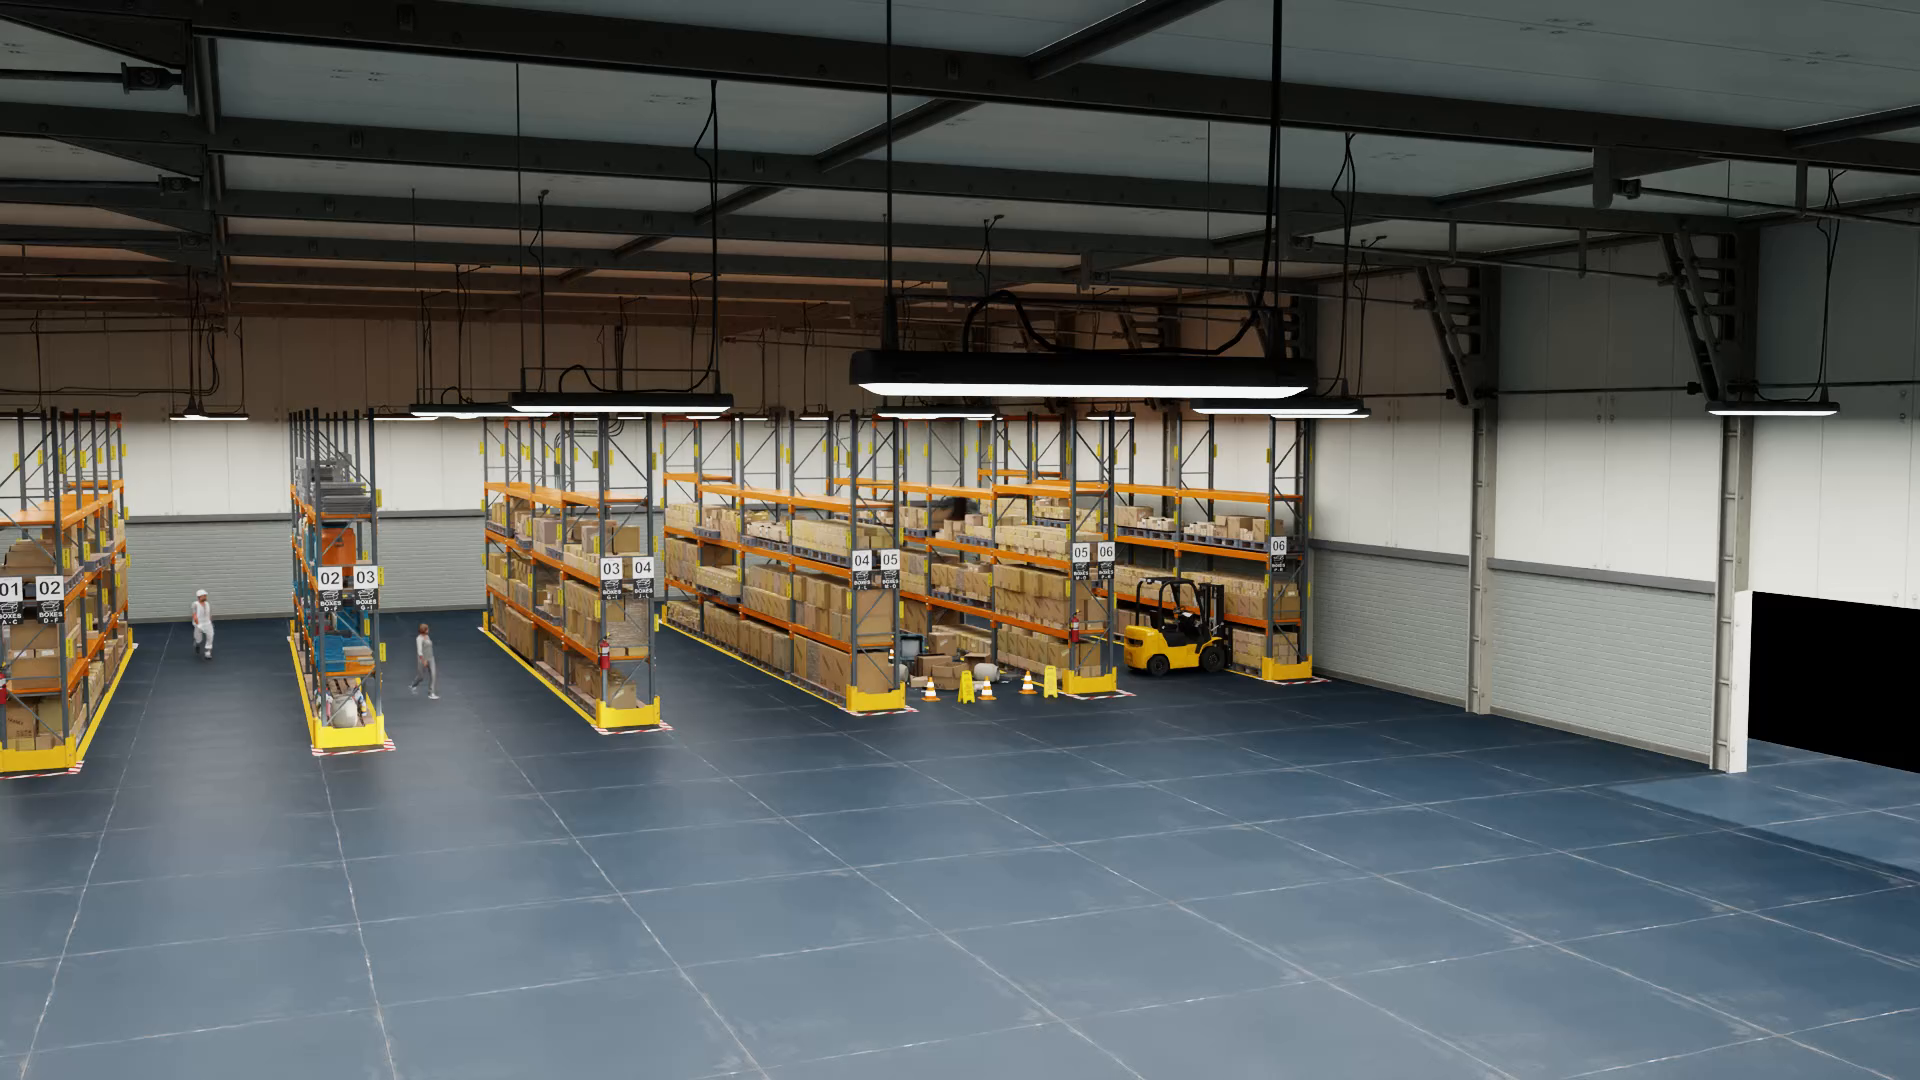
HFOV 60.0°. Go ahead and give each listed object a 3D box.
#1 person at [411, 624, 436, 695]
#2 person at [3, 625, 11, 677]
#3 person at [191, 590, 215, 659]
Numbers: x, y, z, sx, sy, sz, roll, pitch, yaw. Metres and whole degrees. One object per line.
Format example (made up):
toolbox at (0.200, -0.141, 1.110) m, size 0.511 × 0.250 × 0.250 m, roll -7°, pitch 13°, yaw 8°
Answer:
person at (-11.179, 2.493, 34.619) m, size 0.395 × 1.470 × 0.627 m, roll -4°, pitch 6°, yaw -45°
person at (-21.577, 2.206, 37.647) m, size 0.464 × 1.777 × 0.555 m, roll -2°, pitch 5°, yaw -29°
person at (-18.416, 2.059, 40.579) m, size 0.583 × 1.656 × 0.861 m, roll -4°, pitch 6°, yaw -44°
